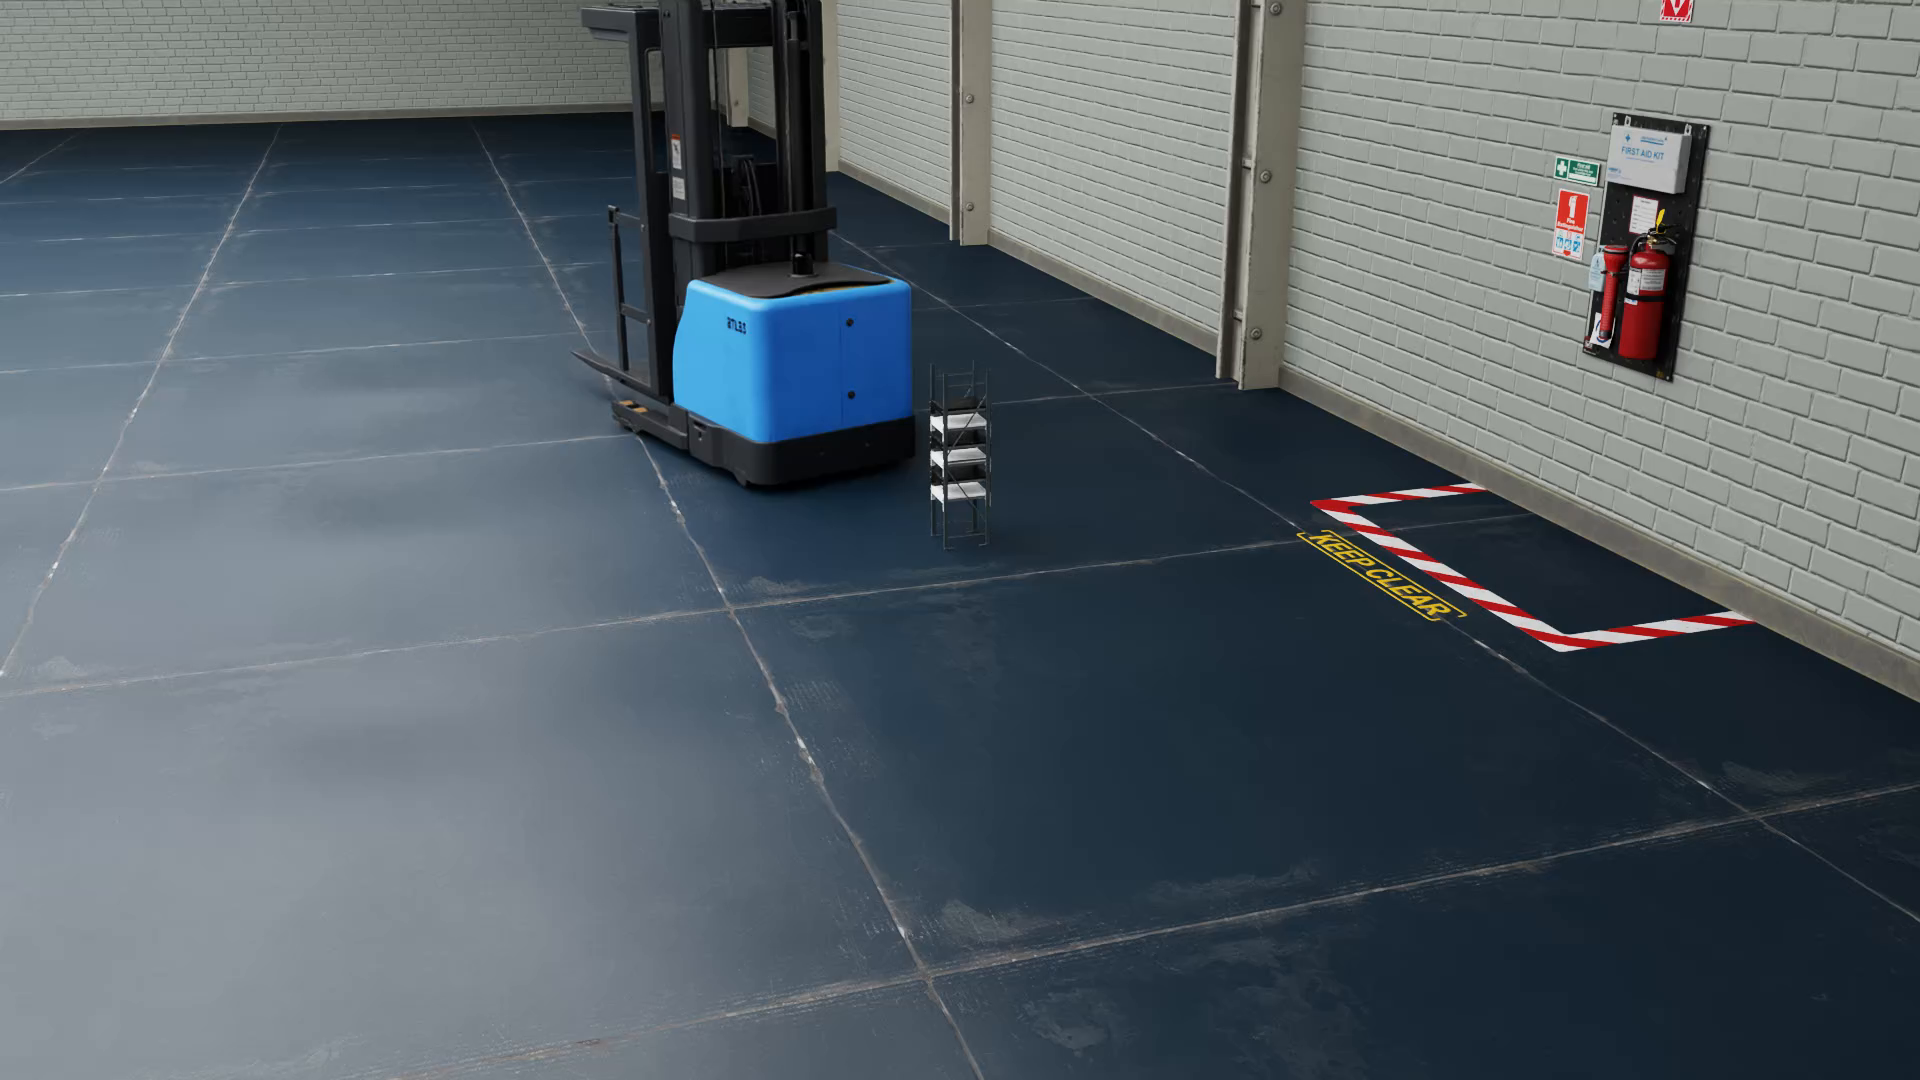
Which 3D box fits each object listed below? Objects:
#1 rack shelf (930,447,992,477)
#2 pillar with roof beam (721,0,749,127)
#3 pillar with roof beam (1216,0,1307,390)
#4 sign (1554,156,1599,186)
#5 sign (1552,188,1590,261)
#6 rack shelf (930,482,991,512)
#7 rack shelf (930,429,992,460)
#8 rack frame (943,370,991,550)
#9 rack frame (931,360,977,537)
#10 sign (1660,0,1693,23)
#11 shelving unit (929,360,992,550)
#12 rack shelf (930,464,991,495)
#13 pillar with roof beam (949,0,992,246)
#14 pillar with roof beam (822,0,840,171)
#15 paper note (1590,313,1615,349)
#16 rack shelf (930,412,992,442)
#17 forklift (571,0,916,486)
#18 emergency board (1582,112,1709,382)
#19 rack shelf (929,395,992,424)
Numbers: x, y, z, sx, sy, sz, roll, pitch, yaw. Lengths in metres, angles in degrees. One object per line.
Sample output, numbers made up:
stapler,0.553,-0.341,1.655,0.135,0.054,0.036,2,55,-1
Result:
rack shelf,0.003,-0.390,8.268,0.258,0.077,0.200,-6,21,-17
pillar with roof beam,-7.756,-10.647,24.746,9.100,9.000,0.400,-6,21,-17
pillar with roof beam,-2.099,-4.870,8.664,9.100,9.000,0.400,-6,21,-17
sign,3.051,-1.828,8.232,0.001,0.109,0.331,-6,21,-17
sign,3.058,-1.581,8.328,0.001,0.329,0.234,-6,21,-17
rack shelf,0.003,-0.220,8.329,0.258,0.077,0.200,-6,21,-17
rack shelf,0.003,-0.474,8.238,0.258,0.077,0.200,-6,21,-17
rack frame,0.034,-0.388,8.166,0.240,0.900,0.006,-6,21,-17
rack frame,-0.029,-0.454,8.348,0.240,0.900,0.006,-6,21,-17
sign,3.225,-2.480,7.455,0.001,0.298,0.199,-6,21,-17
shelving unit,0.003,-0.421,8.257,0.258,0.900,0.210,-6,21,-17
rack shelf,0.003,-0.305,8.299,0.258,0.077,0.200,-6,21,-17
pillar with roof beam,-3.985,-6.796,14.024,9.100,9.000,0.400,-6,21,-17
pillar with roof beam,-5.870,-8.721,19.385,9.100,9.000,0.400,-6,21,-17
paper note,3.143,-1.026,8.137,0.016,0.148,0.142,-6,21,-17
rack shelf,0.003,-0.559,8.208,0.258,0.077,0.200,-6,21,-17
forklift,-1.515,-2.113,9.964,1.130,2.935,3.031,-13,24,-33
emergency board,3.133,-1.376,7.810,0.194,1.169,0.643,-6,21,-17
rack shelf,0.003,-0.644,8.177,0.258,0.077,0.200,-6,21,-17
